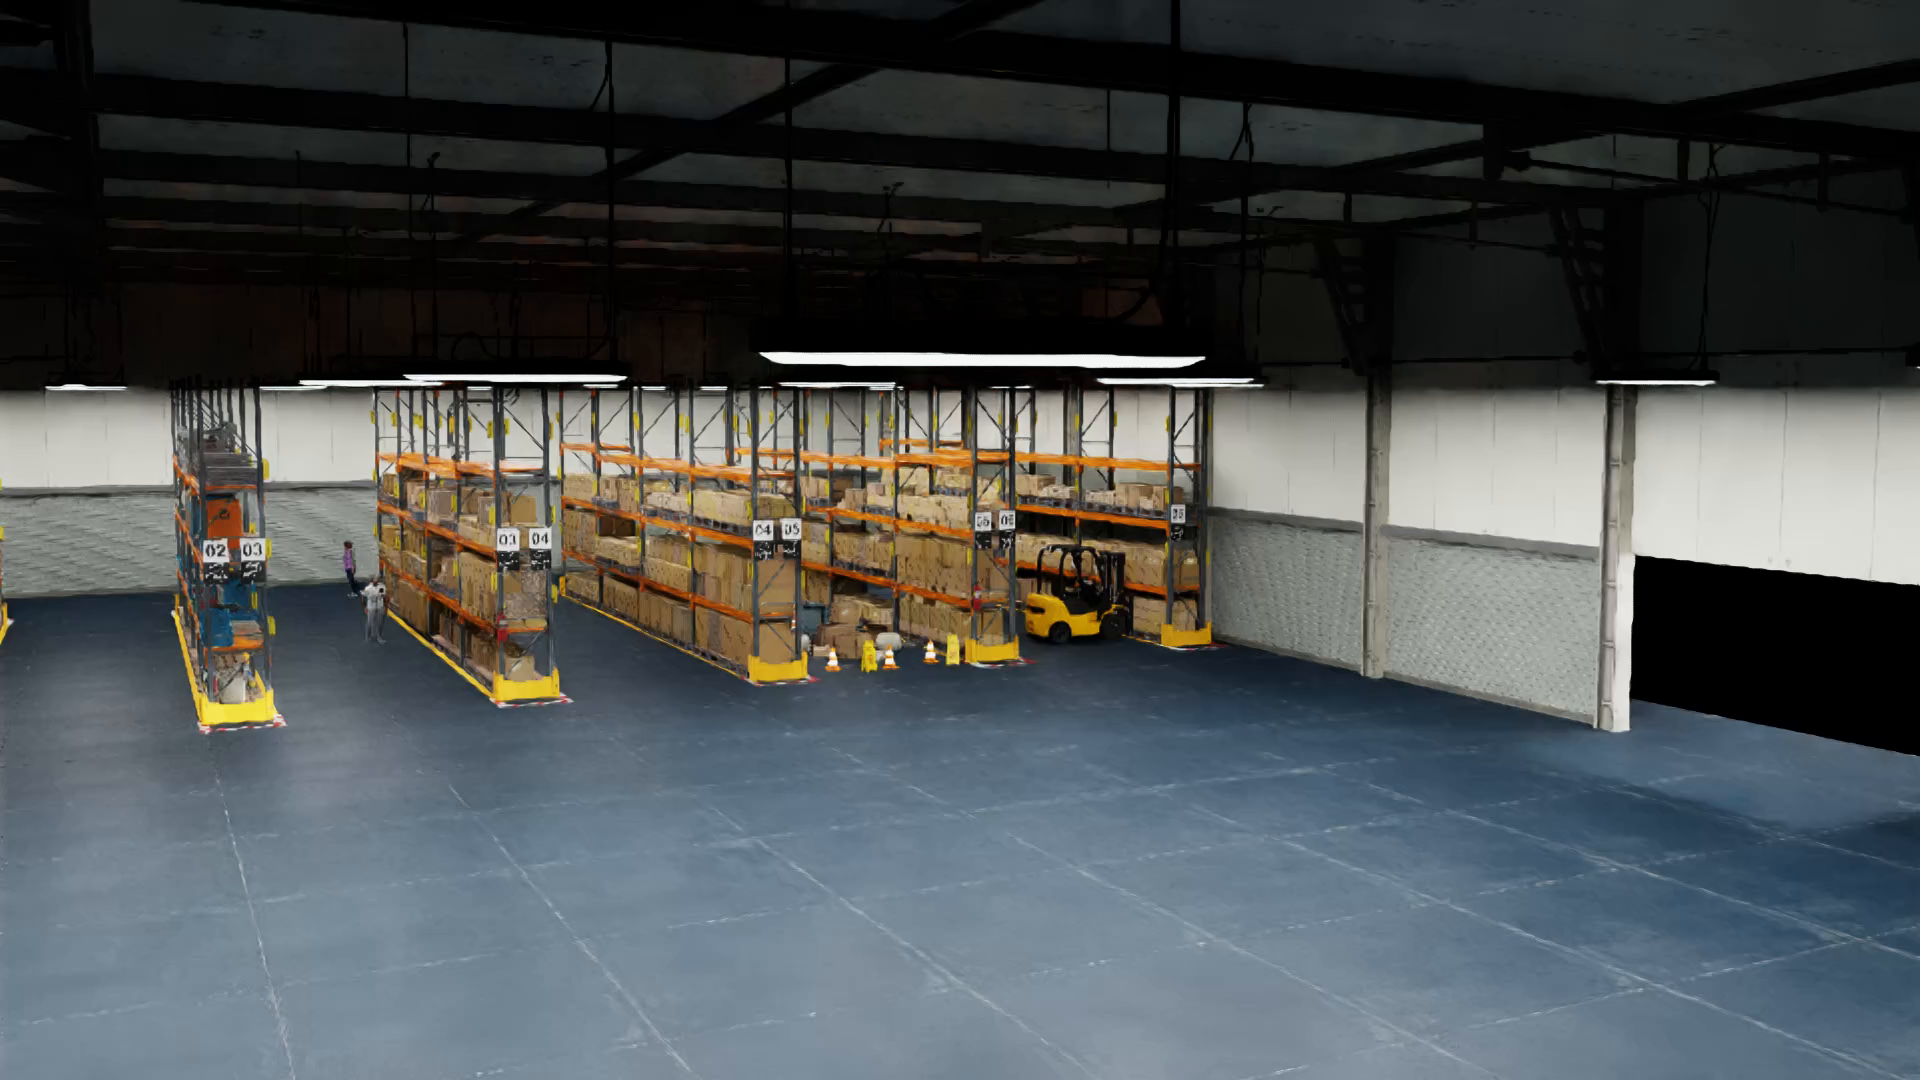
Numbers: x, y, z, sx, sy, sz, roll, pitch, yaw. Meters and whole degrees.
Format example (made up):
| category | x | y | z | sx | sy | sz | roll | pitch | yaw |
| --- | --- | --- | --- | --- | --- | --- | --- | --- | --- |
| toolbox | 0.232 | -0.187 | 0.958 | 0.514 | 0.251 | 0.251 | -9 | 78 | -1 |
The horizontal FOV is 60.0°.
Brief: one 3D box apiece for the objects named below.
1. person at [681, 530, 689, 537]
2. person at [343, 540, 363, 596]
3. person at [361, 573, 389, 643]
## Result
| category | x | y | z | sx | sy | sz | roll | pitch | yaw |
| --- | --- | --- | --- | --- | --- | --- | --- | --- | --- |
| person | -8.167 | 0.478 | 49.166 | 0.675 | 1.742 | 0.625 | 5 | 7 | 43 |
| person | -16.971 | 0.788 | 46.482 | 0.560 | 1.590 | 0.423 | 4 | 6 | 36 |
| person | -13.342 | 1.546 | 37.941 | 0.592 | 1.629 | 0.532 | -3 | 6 | -29 |
